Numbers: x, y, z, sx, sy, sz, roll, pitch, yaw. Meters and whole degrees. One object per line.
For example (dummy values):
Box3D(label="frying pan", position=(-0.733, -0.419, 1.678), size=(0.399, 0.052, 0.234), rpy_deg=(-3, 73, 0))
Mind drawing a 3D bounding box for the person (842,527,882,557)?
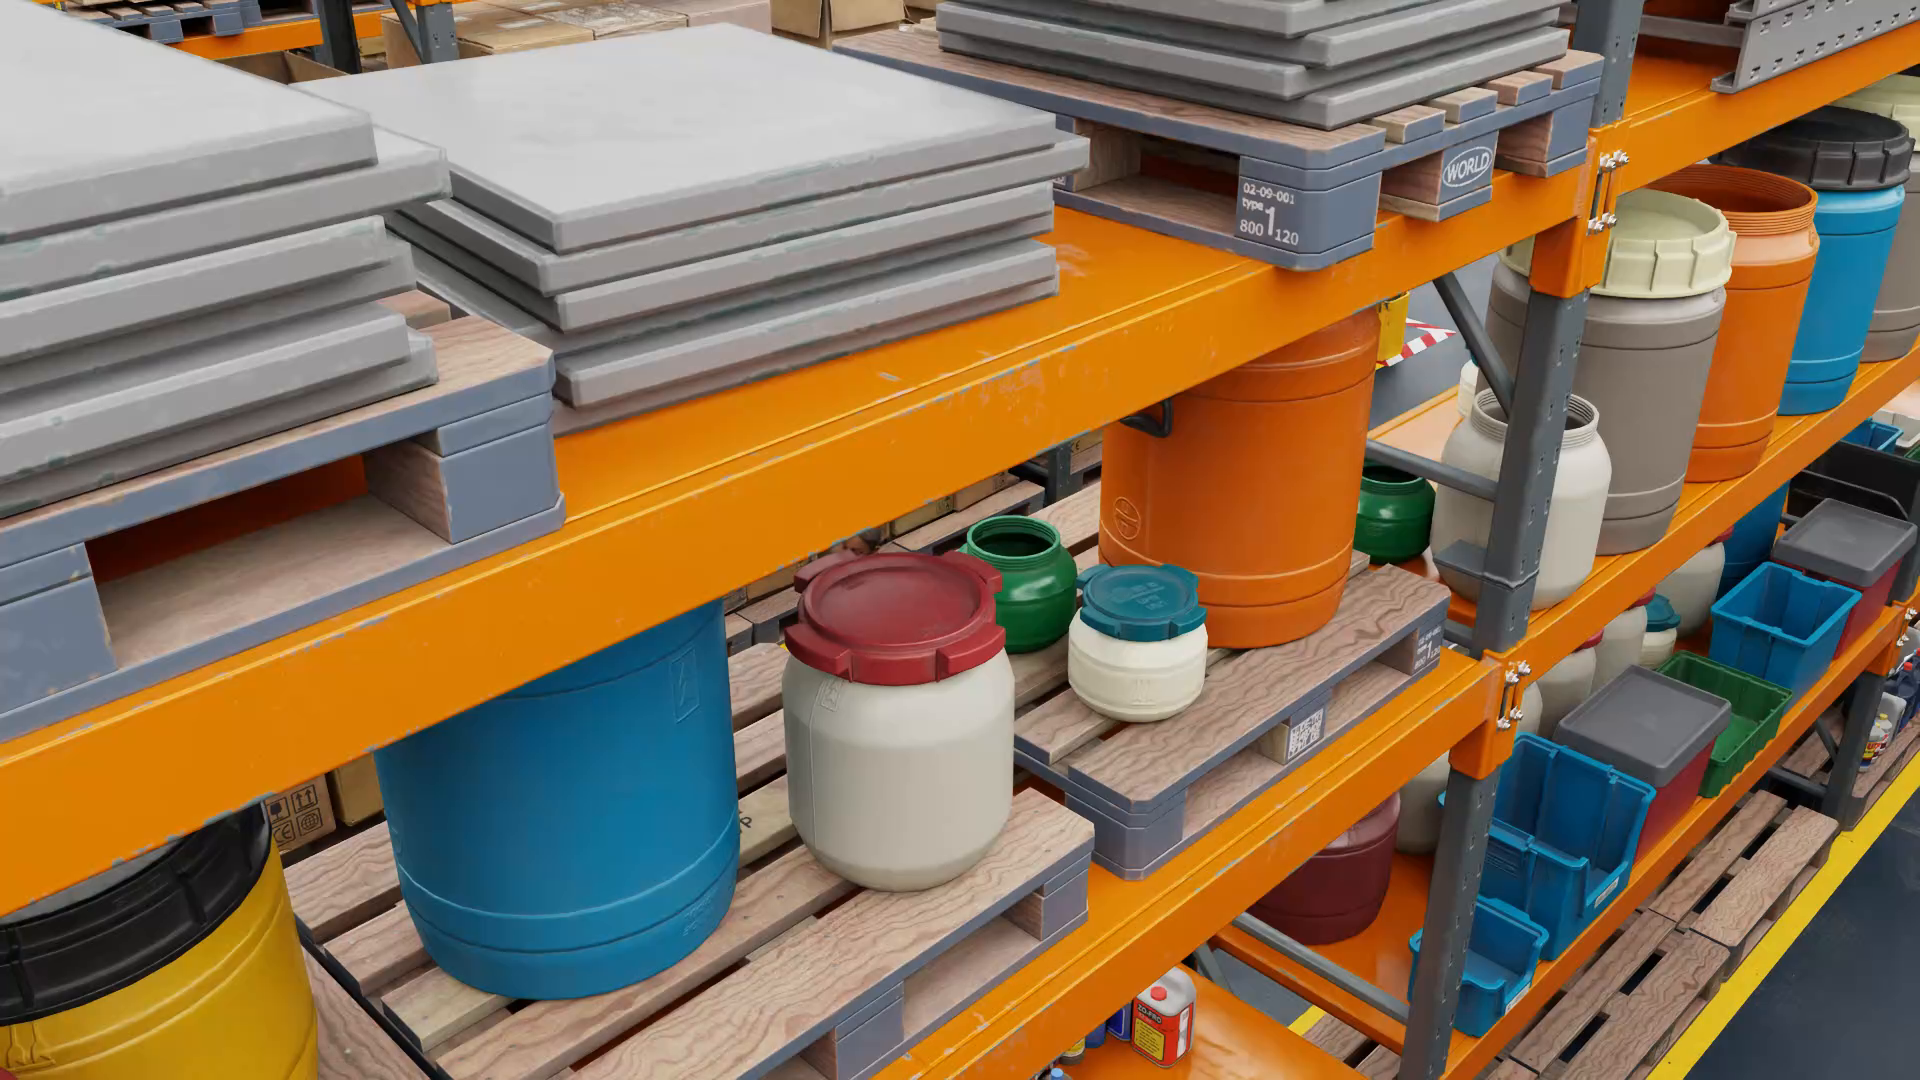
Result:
Box3D(label="person", position=(-0.549, 0.605, 7.757), size=(0.463, 1.532, 0.511), rpy_deg=(20, 34, 33))
